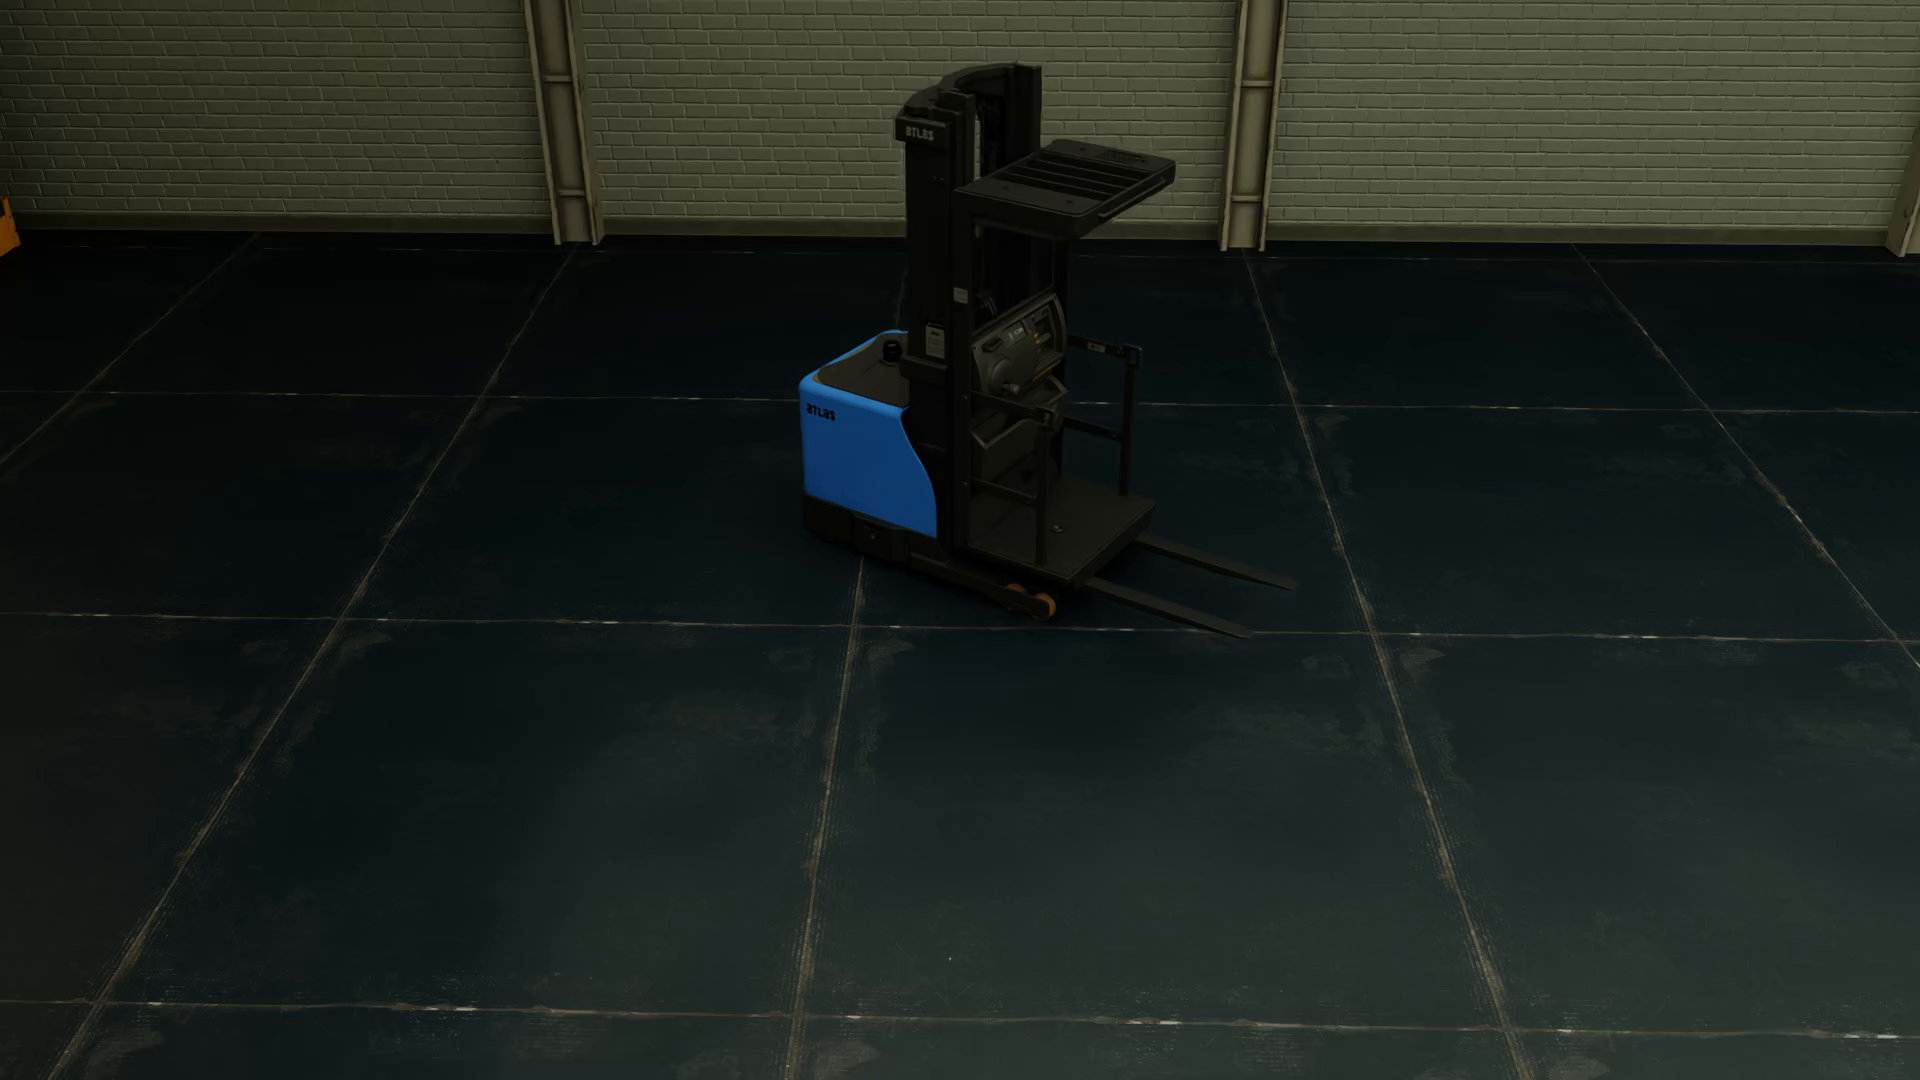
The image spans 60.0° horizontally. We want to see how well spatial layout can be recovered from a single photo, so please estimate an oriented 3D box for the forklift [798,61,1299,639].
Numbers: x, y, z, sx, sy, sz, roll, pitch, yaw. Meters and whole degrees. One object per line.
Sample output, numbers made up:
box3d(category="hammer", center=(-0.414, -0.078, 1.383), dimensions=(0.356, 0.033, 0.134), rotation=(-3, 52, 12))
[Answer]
box3d(category="forklift", center=(0.517, -1.095, 9.471), dimensions=(3.031, 2.935, 1.130), rotation=(19, 35, 28))
